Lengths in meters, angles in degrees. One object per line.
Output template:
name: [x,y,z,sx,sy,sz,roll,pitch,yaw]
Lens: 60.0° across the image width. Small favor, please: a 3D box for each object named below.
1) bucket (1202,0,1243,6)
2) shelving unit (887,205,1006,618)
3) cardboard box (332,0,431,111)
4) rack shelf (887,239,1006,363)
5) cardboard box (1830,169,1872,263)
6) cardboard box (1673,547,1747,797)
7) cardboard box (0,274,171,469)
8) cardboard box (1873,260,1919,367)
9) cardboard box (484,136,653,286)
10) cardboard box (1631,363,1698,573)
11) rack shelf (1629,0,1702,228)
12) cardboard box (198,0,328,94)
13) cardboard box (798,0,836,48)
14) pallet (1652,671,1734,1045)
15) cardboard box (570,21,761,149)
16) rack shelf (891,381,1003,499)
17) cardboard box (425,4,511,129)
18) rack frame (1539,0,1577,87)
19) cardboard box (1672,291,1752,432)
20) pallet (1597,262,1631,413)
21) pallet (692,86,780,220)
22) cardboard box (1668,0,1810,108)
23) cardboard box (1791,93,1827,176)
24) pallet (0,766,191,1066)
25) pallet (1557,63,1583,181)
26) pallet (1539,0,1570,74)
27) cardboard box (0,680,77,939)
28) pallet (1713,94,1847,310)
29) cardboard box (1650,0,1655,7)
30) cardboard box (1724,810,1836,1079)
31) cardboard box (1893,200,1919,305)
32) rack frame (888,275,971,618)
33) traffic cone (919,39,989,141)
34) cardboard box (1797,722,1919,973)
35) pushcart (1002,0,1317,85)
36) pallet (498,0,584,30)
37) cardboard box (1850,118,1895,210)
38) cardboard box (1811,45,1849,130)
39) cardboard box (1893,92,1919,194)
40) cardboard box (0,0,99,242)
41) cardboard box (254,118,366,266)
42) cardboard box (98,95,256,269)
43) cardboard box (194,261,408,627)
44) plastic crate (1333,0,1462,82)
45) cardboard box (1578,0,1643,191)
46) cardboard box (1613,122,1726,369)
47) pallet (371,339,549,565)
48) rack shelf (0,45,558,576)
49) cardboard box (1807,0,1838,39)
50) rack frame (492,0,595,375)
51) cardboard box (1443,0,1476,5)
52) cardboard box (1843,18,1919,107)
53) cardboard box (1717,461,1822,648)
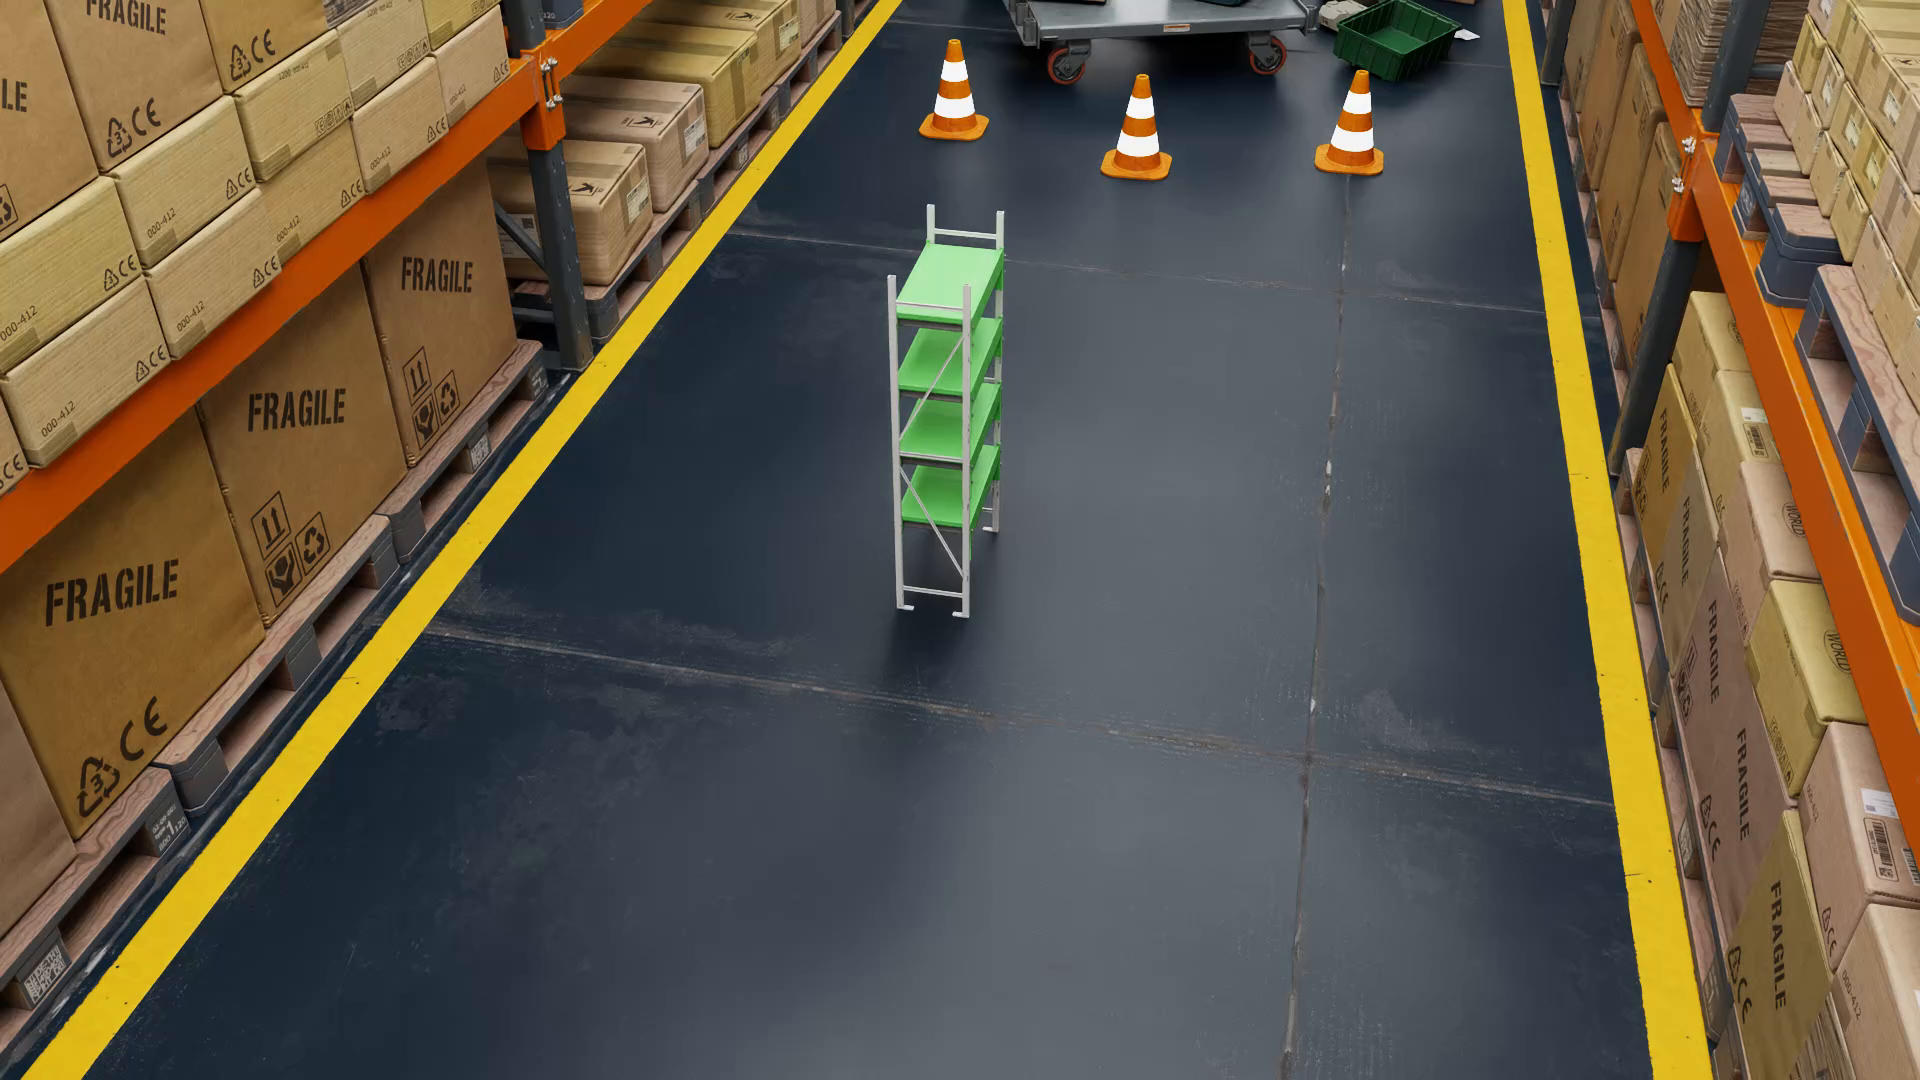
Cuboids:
bucket: [1.501,-3.364,9.329,0.726,0.611,0.620,20,51,26]
shelving unit: [-0.035,-0.391,5.267,0.258,1.200,0.503,7,37,10]
cardboard box: [-1.949,-1.514,4.985,0.500,0.250,0.500,6,36,9]
rack shelf: [-0.035,-0.728,5.023,0.258,0.148,0.480,7,37,10]
cardboard box: [2.406,-0.787,4.136,0.380,0.149,0.250,9,37,12]
cardboard box: [2.260,0.386,4.434,0.500,0.500,0.500,6,36,9]
cardboard box: [-2.256,-0.430,3.915,0.500,0.250,0.500,7,37,10]
cardboard box: [2.296,-0.490,3.727,0.380,0.149,0.250,8,37,11]
cardboard box: [-1.857,-1.405,7.014,0.950,0.372,0.625,5,36,7]
cardboard box: [2.470,-0.198,5.239,0.500,0.500,0.500,6,36,8]
rack shelf: [3.297,-2.269,6.938,1.077,0.370,4.000,7,37,10]
cardboard box: [-2.057,-1.513,4.345,0.500,0.500,0.500,7,37,10]
cardboard box: [-1.243,-3.074,9.317,0.950,0.372,0.625,8,37,11]
pallet: [2.439,0.861,4.383,1.003,0.211,1.213,7,37,10]
cardboard box: [-1.540,-2.263,8.198,0.950,0.372,0.625,8,37,12]
rack shelf: [-0.035,-0.339,5.304,0.258,0.148,0.480,7,37,10]
cardboard box: [-1.842,-1.593,5.520,0.500,0.250,0.500,6,36,8]
rack frame: [3.724,-3.707,8.308,1.000,3.000,0.127,7,37,10]
cardboard box: [2.486,-0.510,5.031,0.500,0.250,0.500,6,36,8]
pallet: [3.112,-0.727,6.573,1.003,0.211,1.213,7,37,10]
pallet: [-1.557,-1.992,8.319,1.003,0.211,1.213,7,37,10]
cardboard box: [2.704,-1.746,5.518,0.500,0.500,0.500,7,37,10]
cardboard box: [2.520,-1.097,4.564,0.380,0.149,0.250,9,37,12]
pallet: [-2.751,0.994,4.198,1.003,0.211,1.213,7,37,10]
pallet: [3.633,-2.126,8.503,1.003,0.211,1.213,7,37,10]
pallet: [3.963,-3.004,9.715,1.003,0.211,1.213,7,37,10]
cardboard box: [-2.788,0.642,3.761,0.875,0.875,0.875,8,37,11]
pallet: [2.822,-0.914,4.619,1.213,0.211,1.003,7,37,10]
cardboard box: [2.918,-2.318,6.308,0.500,0.500,0.500,7,36,9]
cardboard box: [2.037,0.972,3.625,0.500,0.500,0.500,6,36,9]
cardboard box: [2.297,-0.612,3.641,0.380,0.149,0.250,7,37,10]
rack frame: [-0.087,-0.251,5.074,0.240,1.200,0.015,7,37,10]
traffic cone: [-0.030,-2.356,8.606,0.336,0.463,0.334,7,37,10]
cardboard box: [2.050,0.666,3.408,0.500,0.250,0.500,9,37,12]
pushcart: [1.105,-2.950,9.499,1.648,0.377,0.936,-5,36,-6]
pallet: [-1.939,-2.320,6.559,1.213,0.211,1.003,7,37,10]
cardboard box: [2.407,-0.897,4.034,0.380,0.149,0.250,7,37,10]
cardboard box: [2.514,-1.195,4.445,0.380,0.149,0.250,9,37,12]
cardboard box: [2.357,-0.881,3.758,0.380,0.149,0.250,9,37,12]
cardboard box: [-2.276,-0.927,3.536,0.500,0.500,0.500,6,36,9]
cardboard box: [-2.059,-1.011,4.717,0.500,0.250,0.500,7,37,9]
cardboard box: [-2.149,-0.920,4.165,0.500,0.250,0.500,6,36,9]
cardboard box: [-2.411,-0.389,5.184,0.875,0.875,0.875,8,37,11]
plastic crate: [2.481,-2.855,9.481,0.450,0.188,0.662,36,48,26]
cardboard box: [3.470,-2.046,7.576,1.050,0.750,0.750,7,37,10]
cardboard box: [3.088,-1.011,6.147,1.050,0.750,0.750,7,36,9]
pallet: [-2.230,-0.405,6.128,1.003,0.211,1.213,7,37,10]
rack shelf: [-2.415,-0.538,4.550,1.077,0.370,4.000,7,37,10]
cardboard box: [2.581,-1.480,4.585,0.380,0.149,0.250,7,37,10]
rack frame: [-1.988,-1.976,5.921,1.000,3.000,0.127,7,37,10]
cardboard box: [3.053,-3.714,10.447,0.500,0.500,0.500,14,38,18]
cardboard box: [2.470,-1.188,4.182,0.380,0.149,0.250,7,37,10]
cardboard box: [2.259,0.063,4.241,0.500,0.250,0.500,8,37,10]
